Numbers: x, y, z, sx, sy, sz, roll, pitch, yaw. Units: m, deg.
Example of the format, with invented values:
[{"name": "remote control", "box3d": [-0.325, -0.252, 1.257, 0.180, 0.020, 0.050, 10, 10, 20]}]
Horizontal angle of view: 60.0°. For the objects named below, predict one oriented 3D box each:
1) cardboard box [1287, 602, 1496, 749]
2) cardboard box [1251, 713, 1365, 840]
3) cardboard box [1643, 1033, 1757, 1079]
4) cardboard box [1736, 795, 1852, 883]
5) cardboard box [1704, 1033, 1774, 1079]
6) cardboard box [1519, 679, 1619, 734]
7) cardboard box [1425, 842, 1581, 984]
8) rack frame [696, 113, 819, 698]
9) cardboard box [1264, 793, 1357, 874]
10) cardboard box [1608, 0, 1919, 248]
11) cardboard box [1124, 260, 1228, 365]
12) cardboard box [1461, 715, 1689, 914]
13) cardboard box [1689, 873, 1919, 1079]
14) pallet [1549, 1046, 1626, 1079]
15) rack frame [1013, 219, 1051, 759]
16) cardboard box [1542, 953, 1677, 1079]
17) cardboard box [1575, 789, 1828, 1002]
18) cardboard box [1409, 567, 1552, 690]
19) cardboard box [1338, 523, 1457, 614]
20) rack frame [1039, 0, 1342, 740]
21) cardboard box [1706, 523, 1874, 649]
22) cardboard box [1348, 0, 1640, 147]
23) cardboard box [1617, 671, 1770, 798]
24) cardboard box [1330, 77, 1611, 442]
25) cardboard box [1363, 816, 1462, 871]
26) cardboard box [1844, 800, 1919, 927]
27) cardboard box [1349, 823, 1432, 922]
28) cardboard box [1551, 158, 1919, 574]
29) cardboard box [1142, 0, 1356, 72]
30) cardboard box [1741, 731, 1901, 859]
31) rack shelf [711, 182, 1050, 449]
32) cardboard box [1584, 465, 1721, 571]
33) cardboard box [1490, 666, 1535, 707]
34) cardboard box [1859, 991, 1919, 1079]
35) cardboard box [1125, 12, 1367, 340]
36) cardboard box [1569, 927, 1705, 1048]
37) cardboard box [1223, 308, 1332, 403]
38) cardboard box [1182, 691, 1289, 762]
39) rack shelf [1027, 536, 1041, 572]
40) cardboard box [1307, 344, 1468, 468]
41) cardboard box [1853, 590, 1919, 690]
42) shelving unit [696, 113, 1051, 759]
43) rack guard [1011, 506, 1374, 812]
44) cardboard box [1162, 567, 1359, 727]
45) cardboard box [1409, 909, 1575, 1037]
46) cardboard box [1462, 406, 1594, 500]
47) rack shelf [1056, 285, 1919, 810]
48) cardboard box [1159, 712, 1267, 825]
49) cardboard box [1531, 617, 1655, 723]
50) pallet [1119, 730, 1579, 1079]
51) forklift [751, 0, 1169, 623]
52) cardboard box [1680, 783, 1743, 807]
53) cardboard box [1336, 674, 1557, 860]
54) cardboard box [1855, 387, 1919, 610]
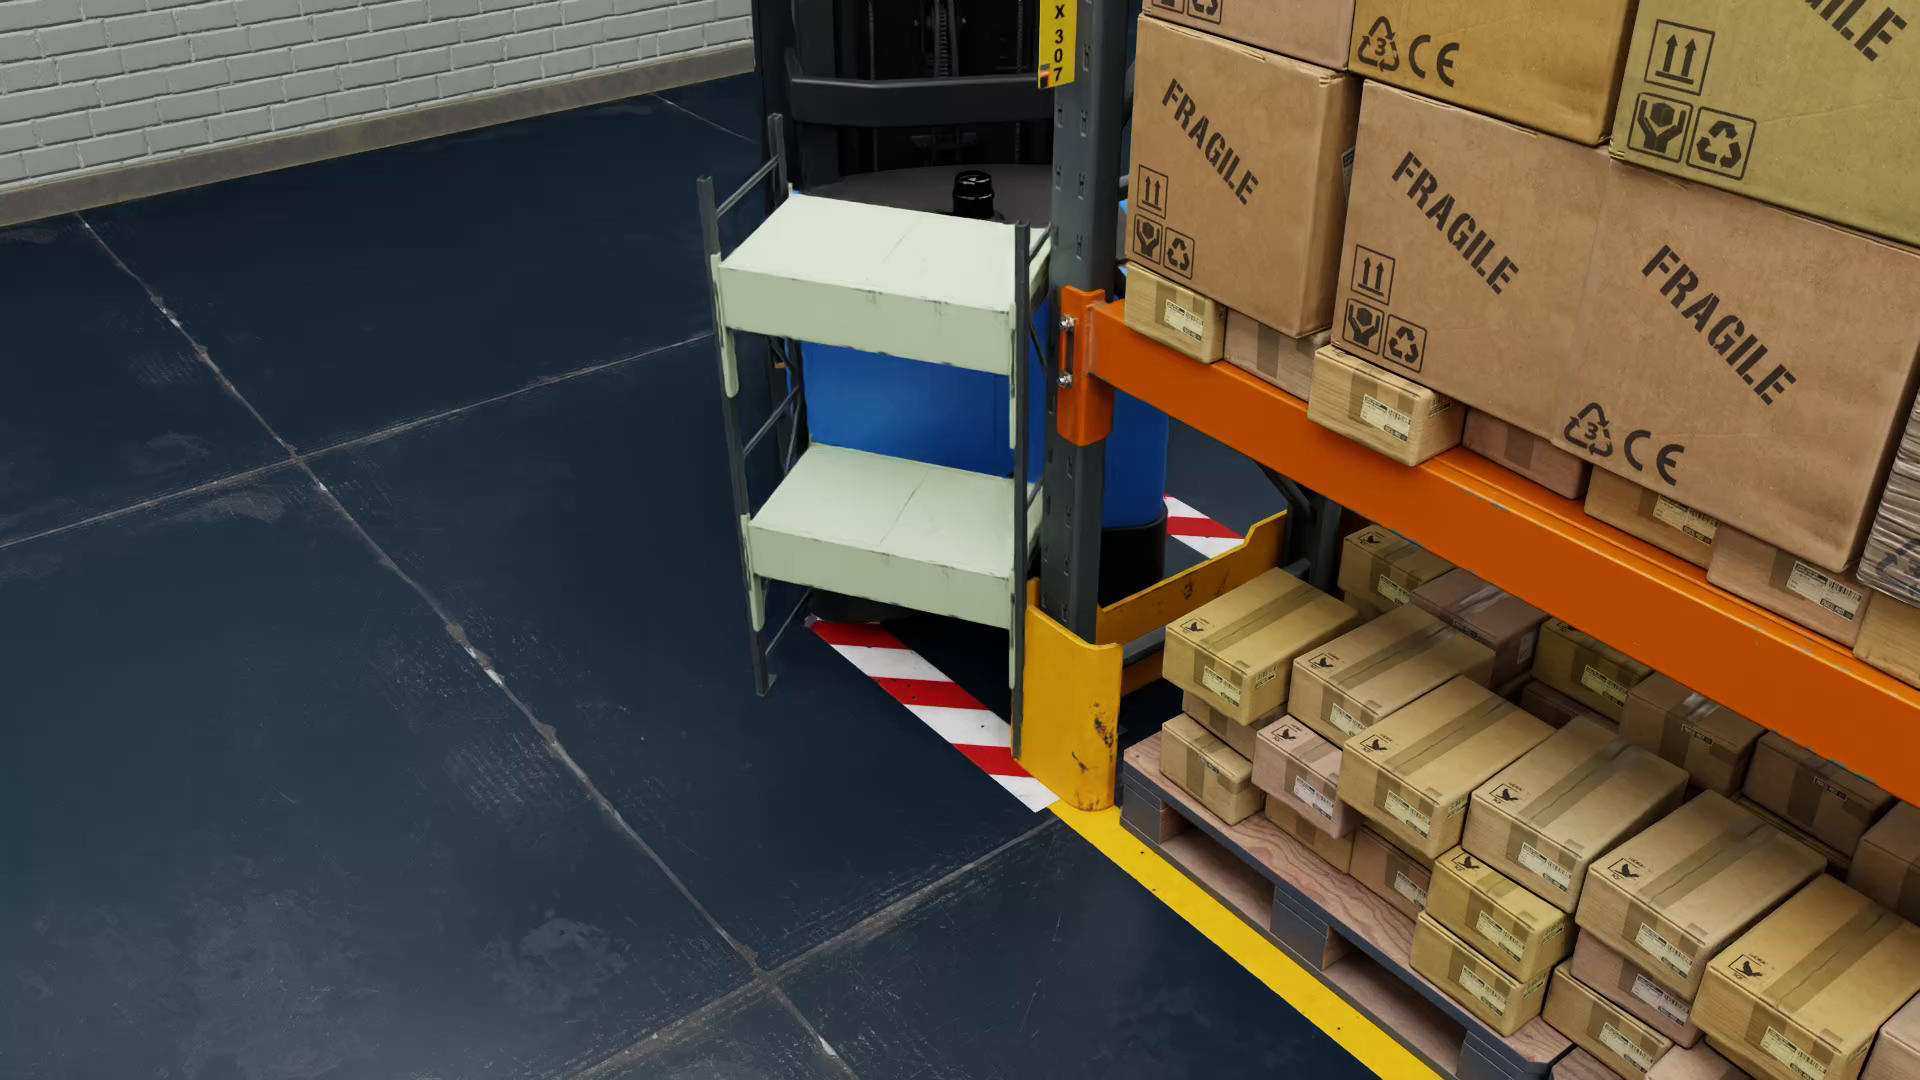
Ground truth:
[{"name": "cardboard box", "box3d": [0.944, 0.311, 3.646, 0.380, 0.149, 0.250, -22, 38, -31]}, {"name": "cardboard box", "box3d": [0.869, 0.467, 3.677, 0.380, 0.149, 0.250, -22, 38, -32]}, {"name": "cardboard box", "box3d": [1.465, 1.015, 3.077, 0.380, 0.149, 0.250, -24, 39, -34]}, {"name": "cardboard box", "box3d": [1.824, 0.589, 3.481, 0.380, 0.149, 0.250, -22, 38, -31]}, {"name": "cardboard box", "box3d": [1.598, 0.862, 3.041, 0.380, 0.149, 0.250, -20, 37, -29]}, {"name": "cardboard box", "box3d": [1.496, 0.377, 3.822, 0.380, 0.149, 0.250, -24, 39, -33]}, {"name": "cardboard box", "box3d": [1.161, 0.683, 3.330, 0.380, 0.149, 0.250, -21, 38, -30]}, {"name": "rack frame", "box3d": [-0.486, -0.290, 4.217, 0.023, 1.500, 0.400, 11, 38, 16]}, {"name": "cardboard box", "box3d": [0.921, 0.564, 3.802, 0.380, 0.149, 0.250, -22, 38, -32]}, {"name": "cardboard box", "box3d": [1.309, -0.761, 2.308, 0.500, 0.500, 0.500, -23, 39, -32]}, {"name": "cardboard box", "box3d": [0.567, -0.525, 3.490, 0.380, 0.149, 0.250, -23, 38, -32]}, {"name": "cardboard box", "box3d": [1.215, 0.534, 3.287, 0.380, 0.149, 0.250, -24, 39, -34]}, {"name": "cardboard box", "box3d": [1.503, 0.777, 2.895, 0.380, 0.149, 0.250, -22, 38, -31]}, {"name": "pallet", "box3d": [1.888, 1.202, 3.115, 1.003, 0.211, 1.213, -22, 38, -31]}, {"name": "rack frame", "box3d": [0.202, -0.152, 4.010, 0.023, 1.500, 0.400, 11, 38, 16]}, {"name": "cardboard box", "box3d": [1.380, 0.883, 3.289, 0.380, 0.149, 0.250, -22, 38, -31]}, {"name": "cardboard box", "box3d": [1.378, 0.653, 3.096, 0.380, 0.149, 0.250, -21, 37, -30]}, {"name": "cardboard box", "box3d": [1.261, 0.169, 3.875, 0.380, 0.149, 0.250, -21, 38, -30]}, {"name": "cardboard box", "box3d": [1.152, 0.046, 4.073, 0.380, 0.149, 0.250, -22, 38, -31]}, {"name": "rack frame", "box3d": [0.627, -0.873, 3.812, 1.000, 3.000, 0.127, -22, 38, -31]}, {"name": "cardboard box", "box3d": [1.422, -0.006, 2.655, 0.380, 0.149, 0.250, -23, 39, -32]}, {"name": "cardboard box", "box3d": [1.007, -0.985, 2.669, 0.500, 0.500, 0.500, -21, 38, -30]}, {"name": "cardboard box", "box3d": [1.629, 0.364, 3.561, 0.380, 0.149, 0.250, -24, 39, -33]}, {"name": "cardboard box", "box3d": [1.033, -0.550, 2.916, 0.500, 0.500, 0.500, -22, 38, -31]}, {"name": "cardboard box", "box3d": [1.089, 0.541, 3.559, 0.380, 0.149, 0.250, -22, 38, -31]}, {"name": "cardboard box", "box3d": [1.911, 0.604, 3.175, 0.380, 0.149, 0.250, -24, 39, -33]}, {"name": "cardboard box", "box3d": [1.079, 0.666, 3.639, 0.380, 0.149, 0.250, -22, 38, -31]}, {"name": "cardboard box", "box3d": [1.323, -0.342, 2.581, 0.500, 0.500, 0.500, -22, 38, -31]}, {"name": "cardboard box", "box3d": [0.693, -1.193, 3.004, 0.500, 0.500, 0.500, -23, 38, -32]}, {"name": "cardboard box", "box3d": [1.837, 0.458, 3.409, 0.380, 0.149, 0.250, -21, 37, -30]}, {"name": "rack shelf", "box3d": [-0.148, -0.535, 3.882, 0.720, 0.370, 0.431, 11, 38, 16]}, {"name": "cardboard box", "box3d": [1.293, -0.118, 2.835, 0.380, 0.149, 0.250, -23, 38, -32]}, {"name": "cardboard box", "box3d": [1.294, 0.287, 3.966, 0.380, 0.149, 0.250, -23, 39, -32]}, {"name": "cardboard box", "box3d": [1.733, 0.851, 2.776, 0.380, 0.149, 0.250, -22, 38, -31]}, {"name": "cardboard box", "box3d": [0.684, -0.765, 3.262, 0.500, 0.500, 0.500, -20, 37, -29]}, {"name": "cardboard box", "box3d": [1.399, 0.763, 3.201, 0.380, 0.149, 0.250, -24, 39, -34]}, {"name": "cardboard box", "box3d": [0.756, -0.432, 3.341, 0.380, 0.149, 0.250, -21, 37, -30]}, {"name": "cardboard box", "box3d": [0.746, 0.335, 3.890, 0.380, 0.149, 0.250, -21, 37, -29]}, {"name": "rack shelf", "box3d": [-0.138, -0.016, 4.264, 0.664, 0.071, 0.332, 11, 38, 16]}, {"name": "cardboard box", "box3d": [0.878, -0.303, 3.133, 0.380, 0.149, 0.250, -23, 39, -33]}, {"name": "cardboard box", "box3d": [1.564, 0.109, 2.470, 0.380, 0.149, 0.250, -21, 37, -30]}, {"name": "shelving unit", "box3d": [-0.142, -0.221, 4.113, 0.755, 1.500, 0.431, 11, 38, 16]}, {"name": "rack guard", "box3d": [0.674, 0.221, 4.421, 1.175, 0.500, 0.348, -22, 38, -31]}, {"name": "cardboard box", "box3d": [0.680, 0.235, 3.768, 0.380, 0.149, 0.250, -24, 39, -33]}, {"name": "cardboard box", "box3d": [1.149, 0.808, 3.411, 0.380, 0.149, 0.250, -22, 38, -31]}, {"name": "cardboard box", "box3d": [1.146, -0.239, 3.030, 0.380, 0.149, 0.250, -20, 37, -29]}, {"name": "rack shelf", "box3d": [1.854, 0.266, 2.660, 1.077, 0.370, 4.000, -22, 38, -31]}, {"name": "cardboard box", "box3d": [0.696, 0.482, 3.935, 0.380, 0.149, 0.250, -21, 38, -30]}, {"name": "cardboard box", "box3d": [1.520, 0.236, 3.767, 0.380, 0.149, 0.250, -23, 39, -32]}, {"name": "pallet", "box3d": [1.144, 0.693, 3.933, 1.003, 0.211, 1.213, -22, 38, -31]}, {"name": "forklift", "box3d": [-0.134, -1.743, 5.340, 1.129, 2.867, 3.031, -5, 32, -7]}, {"name": "cardboard box", "box3d": [1.580, 0.522, 3.588, 0.380, 0.149, 0.250, -23, 38, -32]}, {"name": "cardboard box", "box3d": [0.998, 0.458, 3.410, 0.380, 0.149, 0.250, -22, 38, -32]}, {"name": "cardboard box", "box3d": [1.641, -0.132, 2.242, 0.500, 0.500, 0.500, -23, 39, -33]}]
